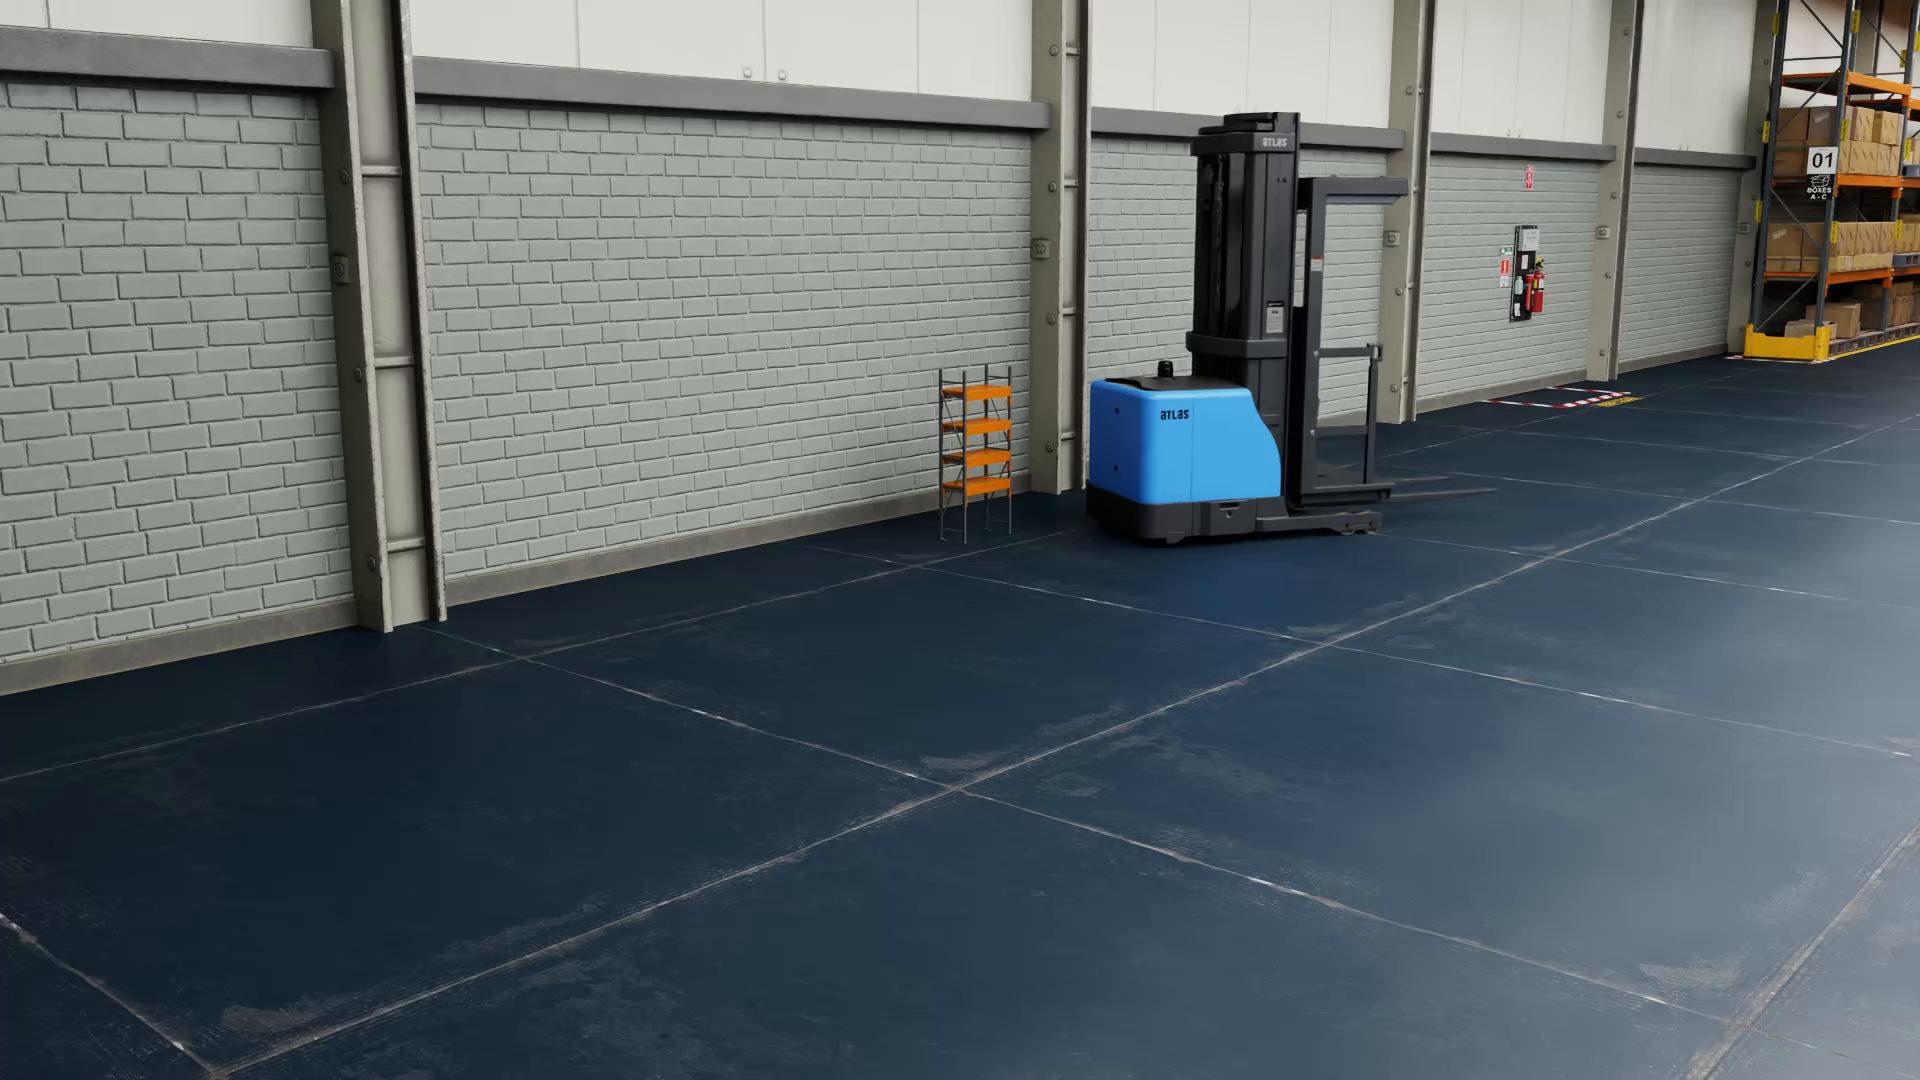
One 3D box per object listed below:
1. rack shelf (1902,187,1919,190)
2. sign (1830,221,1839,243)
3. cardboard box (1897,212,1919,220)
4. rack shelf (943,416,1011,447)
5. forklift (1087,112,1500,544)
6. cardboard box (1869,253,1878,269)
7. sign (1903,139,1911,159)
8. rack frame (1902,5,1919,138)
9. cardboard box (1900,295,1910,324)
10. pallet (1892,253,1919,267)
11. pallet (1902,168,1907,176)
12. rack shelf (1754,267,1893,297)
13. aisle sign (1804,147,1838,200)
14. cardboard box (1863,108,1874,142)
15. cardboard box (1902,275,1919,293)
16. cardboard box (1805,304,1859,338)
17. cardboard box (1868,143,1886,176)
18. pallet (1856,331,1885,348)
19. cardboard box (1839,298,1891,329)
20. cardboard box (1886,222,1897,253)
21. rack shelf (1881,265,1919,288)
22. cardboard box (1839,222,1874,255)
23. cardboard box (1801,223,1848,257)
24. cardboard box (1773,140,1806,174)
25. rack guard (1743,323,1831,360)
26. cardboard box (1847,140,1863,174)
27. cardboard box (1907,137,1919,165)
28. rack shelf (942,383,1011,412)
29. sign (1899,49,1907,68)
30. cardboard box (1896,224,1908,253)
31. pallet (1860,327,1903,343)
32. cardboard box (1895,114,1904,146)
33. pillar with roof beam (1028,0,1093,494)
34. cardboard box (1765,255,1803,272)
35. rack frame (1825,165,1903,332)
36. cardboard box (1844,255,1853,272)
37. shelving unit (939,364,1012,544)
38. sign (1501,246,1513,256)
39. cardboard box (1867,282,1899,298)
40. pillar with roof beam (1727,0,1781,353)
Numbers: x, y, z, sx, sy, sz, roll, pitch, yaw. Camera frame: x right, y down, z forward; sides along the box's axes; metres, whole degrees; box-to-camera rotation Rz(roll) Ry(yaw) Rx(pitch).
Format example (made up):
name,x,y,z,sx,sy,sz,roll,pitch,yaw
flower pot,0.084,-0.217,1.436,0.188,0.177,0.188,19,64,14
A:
name,x,y,z,sx,sy,sz,roll,pitch,yaw
rack shelf,19.476,-6.915,32.853,1.077,0.370,4.000,10,15,40
sign,13.282,-4.680,25.274,0.100,0.325,0.005,10,15,40
cardboard box,18.260,-6.175,31.990,0.500,0.250,0.500,10,15,42
rack shelf,0.109,-0.766,11.685,0.258,0.148,0.480,10,15,40
forklift,2.509,-1.562,12.048,3.031,2.935,1.130,-4,12,-18
cardboard box,14.775,-4.593,27.382,0.500,0.250,0.500,10,15,40
sign,15.928,-6.570,27.966,0.100,0.325,0.005,10,15,40
rack frame,18.156,-8.444,31.015,1.000,3.000,0.127,10,15,40
cardboard box,16.985,-4.242,30.552,0.700,0.500,0.500,10,15,40
pallet,16.129,-4.914,29.144,1.003,0.211,1.213,10,15,40
pallet,16.685,-6.523,29.533,1.213,0.211,1.003,10,15,40
rack shelf,14.195,-4.267,27.253,1.077,0.370,4.000,10,15,40
aisle sign,13.053,-5.551,25.208,0.394,0.787,0.004,10,15,40
cardboard box,14.011,-6.515,26.154,0.500,0.500,0.500,10,15,42
cardboard box,18.740,-4.746,32.229,0.750,0.750,0.750,10,15,40
cardboard box,14.297,-3.591,27.291,0.700,0.500,0.500,9,14,37
cardboard box,14.687,-6.178,27.022,0.500,0.500,0.500,9,14,38
pallet,15.098,-3.443,28.412,1.003,0.211,1.213,10,15,40
cardboard box,15.989,-4.014,29.411,0.700,0.500,0.500,10,15,42
cardboard box,15.435,-5.109,28.047,0.500,0.500,0.500,10,15,40
rack shelf,16.835,-4.856,30.200,1.077,0.370,4.000,10,15,40
cardboard box,14.427,-4.885,26.928,0.500,0.500,0.500,10,15,42
cardboard box,13.416,-4.661,25.806,0.500,0.500,0.500,10,15,40
cardboard box,12.960,-5.949,25.876,0.500,0.500,0.500,-11,16,-43
rack guard,12.925,-3.111,26.011,1.175,0.500,0.348,10,15,40
cardboard box,13.665,-5.947,25.861,0.500,0.500,0.500,-11,16,-44
cardboard box,16.750,-6.892,29.571,0.500,0.500,0.500,9,14,38
rack shelf,0.109,-0.998,11.639,0.258,0.148,0.480,10,15,40
sign,17.736,-9.051,31.265,0.100,0.325,0.005,10,15,40
cardboard box,16.251,-5.331,29.363,0.500,0.500,0.700,-10,15,-42
pallet,16.028,-3.661,29.504,1.003,0.211,1.213,10,15,40
cardboard box,15.388,-6.825,27.708,0.500,0.500,0.500,8,14,36
pillar with roof beam,4.039,-4.277,10.152,9.100,9.000,0.400,10,15,40
cardboard box,13.038,-4.356,26.192,0.500,0.250,0.500,10,15,41
rack frame,15.515,-4.914,28.656,1.000,3.000,0.127,10,15,40
cardboard box,13.767,-4.371,26.268,0.500,0.250,0.500,9,15,39
shelving unit,0.109,-0.613,11.716,0.258,1.200,0.503,10,15,40
sign,6.634,-3.508,20.172,0.001,0.109,0.331,10,15,40
cardboard box,16.617,-4.524,30.050,0.500,0.250,0.500,9,15,39
pillar with roof beam,15.921,-6.926,23.411,9.100,9.000,0.400,10,15,40
